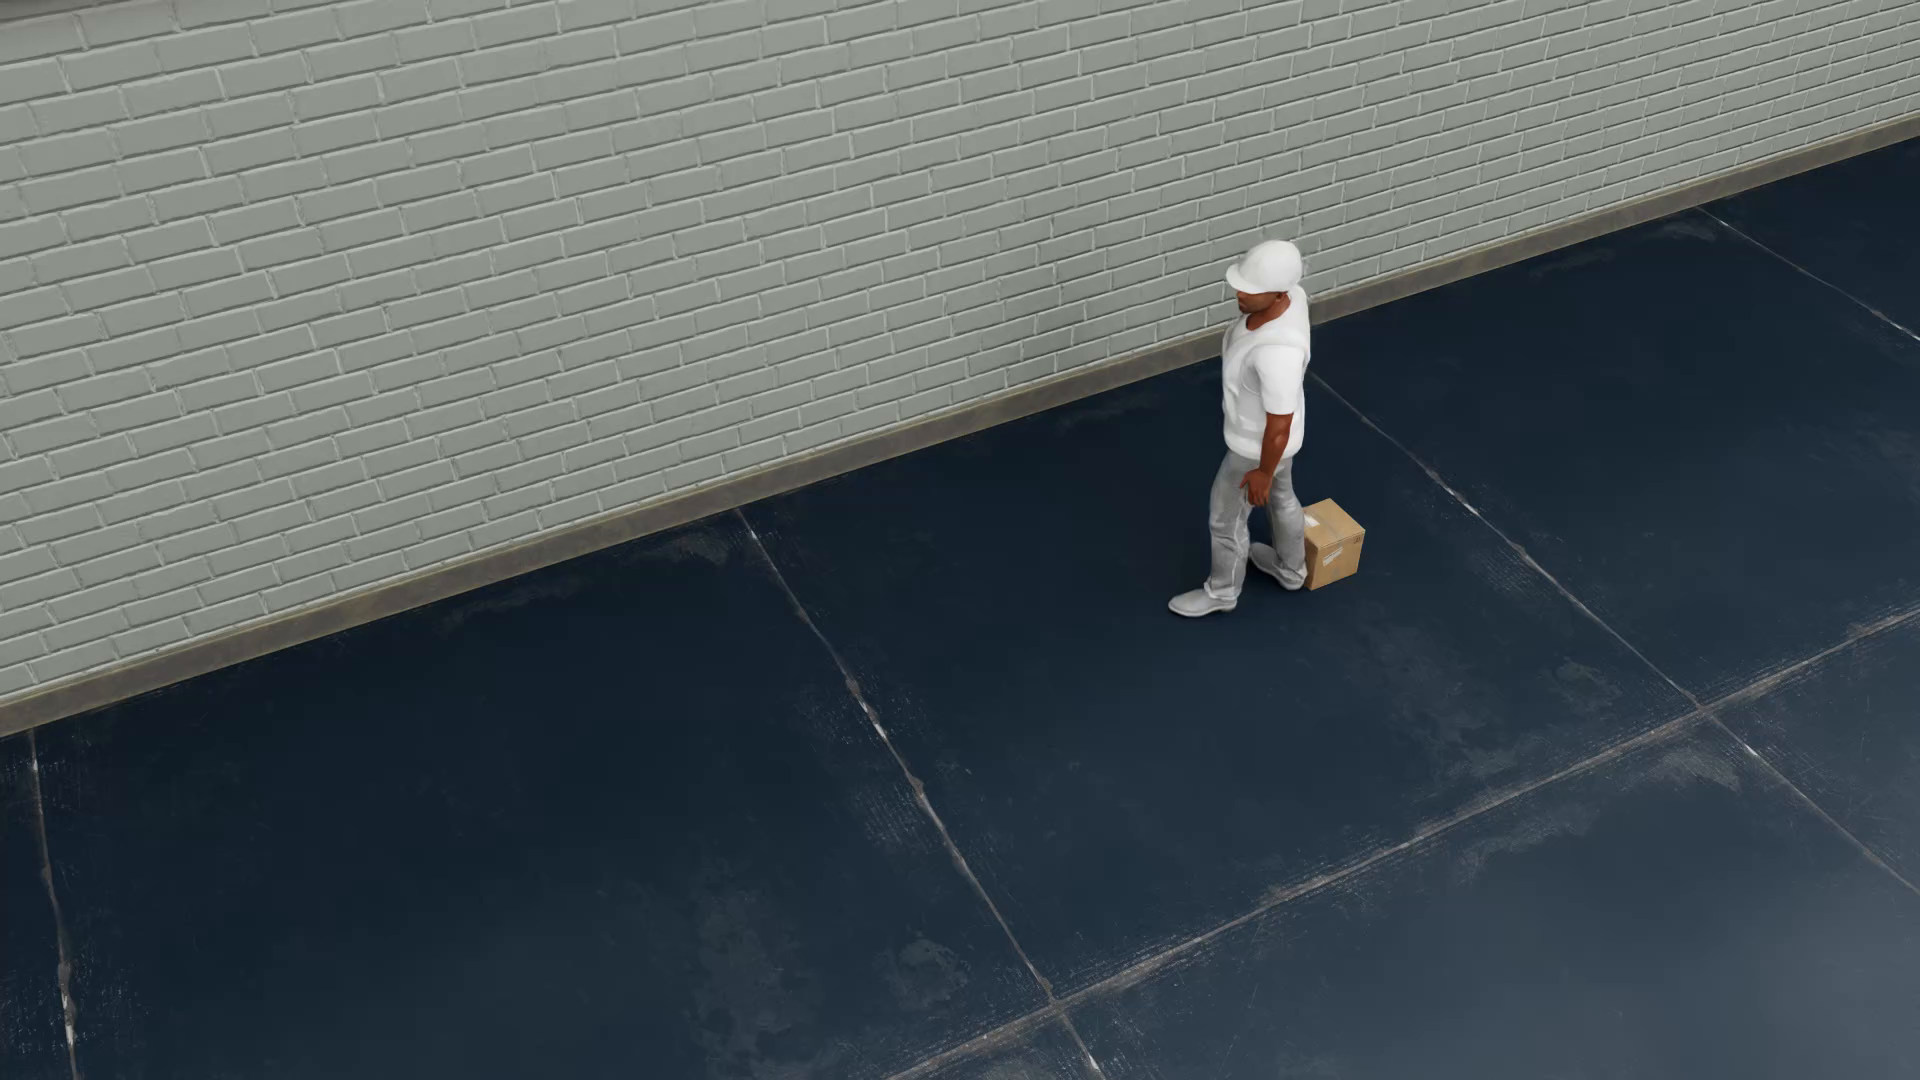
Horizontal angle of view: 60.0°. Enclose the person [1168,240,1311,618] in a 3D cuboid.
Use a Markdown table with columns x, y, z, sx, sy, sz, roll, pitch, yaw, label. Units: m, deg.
| x | y | z | sx | sy | sz | roll | pitch | yaw | label |
| --- | --- | --- | --- | --- | --- | --- | --- | --- | --- |
| 1.200 | -0.430 | 6.634 | 0.569 | 1.766 | 0.589 | 8 | 42 | 9 | person |
